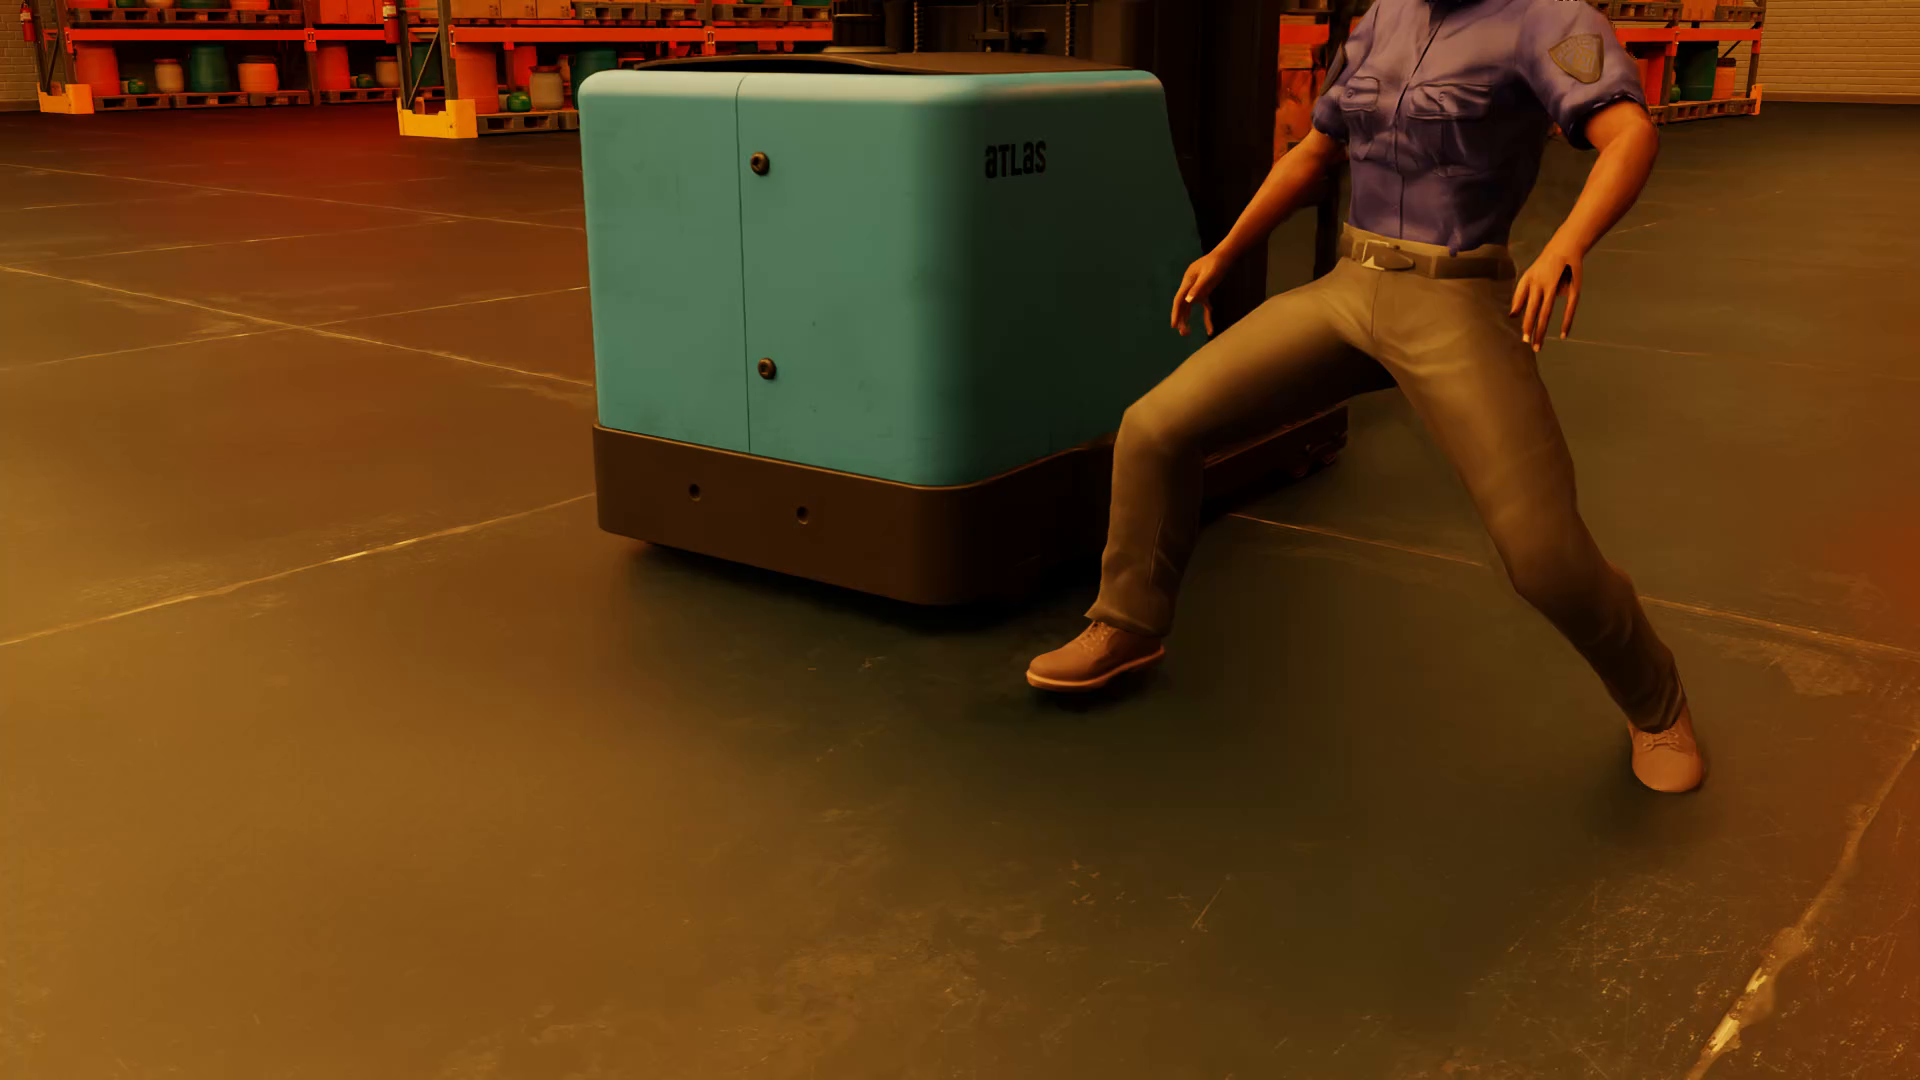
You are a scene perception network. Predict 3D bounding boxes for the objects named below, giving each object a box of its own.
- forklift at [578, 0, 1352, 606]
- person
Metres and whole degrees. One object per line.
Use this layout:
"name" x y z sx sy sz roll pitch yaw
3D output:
"forklift" 0.430 -1.638 4.292 1.130 2.935 3.031 12 20 33
"person" 0.712 -0.360 2.652 0.876 1.517 0.936 -11 20 -31
